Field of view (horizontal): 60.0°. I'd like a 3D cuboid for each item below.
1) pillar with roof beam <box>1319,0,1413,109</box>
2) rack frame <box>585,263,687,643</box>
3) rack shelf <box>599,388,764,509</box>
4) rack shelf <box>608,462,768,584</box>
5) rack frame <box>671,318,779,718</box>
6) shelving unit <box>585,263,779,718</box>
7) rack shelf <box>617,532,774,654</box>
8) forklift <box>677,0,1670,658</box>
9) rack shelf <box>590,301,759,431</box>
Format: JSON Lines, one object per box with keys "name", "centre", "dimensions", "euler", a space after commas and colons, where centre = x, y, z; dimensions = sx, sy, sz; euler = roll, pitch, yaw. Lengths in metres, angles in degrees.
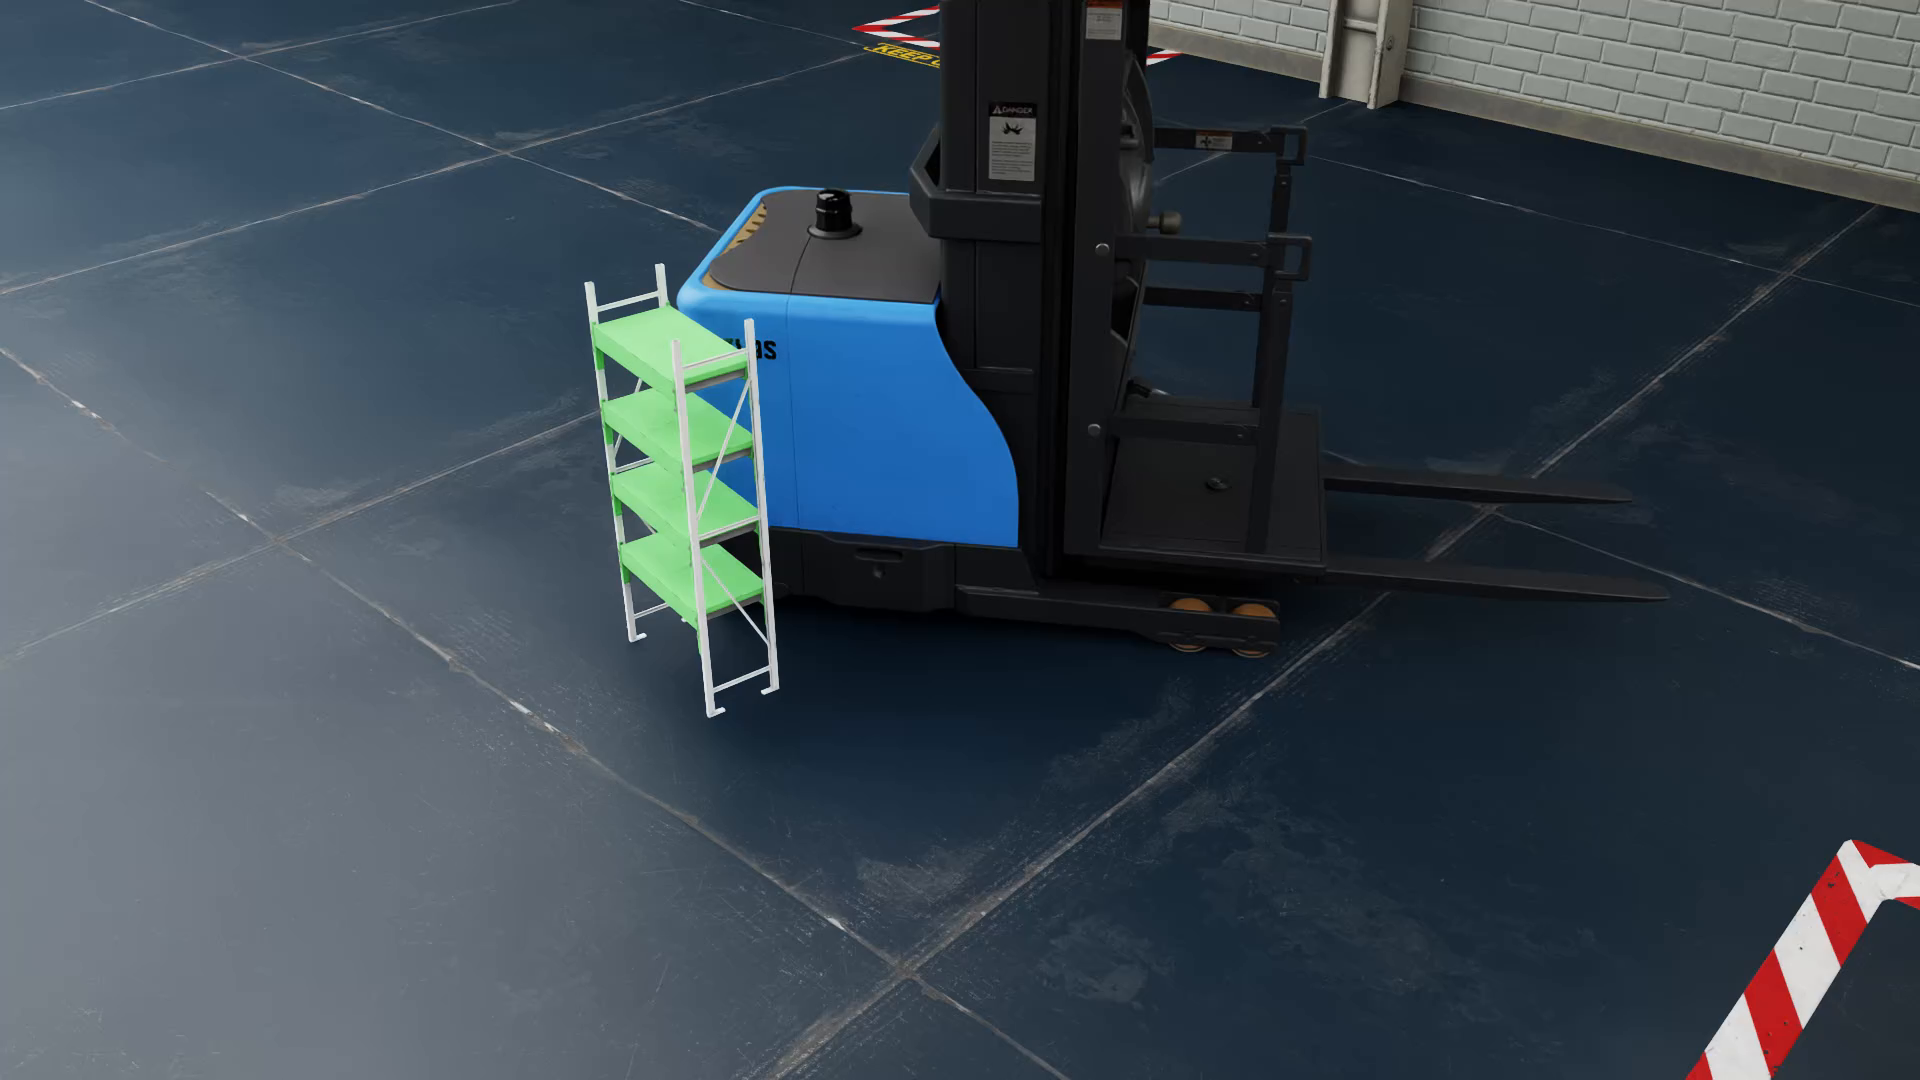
{"name": "pillar with roof beam", "centre": [-0.416, -4.950, 5.247], "dimensions": [0.400, 9.000, 9.100], "euler": [25, 39, 35]}
{"name": "rack frame", "centre": [-0.940, -0.233, 4.973], "dimensions": [0.240, 1.200, 0.015], "euler": [-21, 37, -31]}
{"name": "rack shelf", "centre": [-0.792, -0.283, 4.716], "dimensions": [0.258, 0.148, 0.480], "euler": [-21, 37, -31]}
{"name": "rack shelf", "centre": [-0.792, -0.078, 4.840], "dimensions": [0.258, 0.148, 0.480], "euler": [-21, 37, -31]}
{"name": "rack frame", "centre": [-0.644, -0.032, 4.640], "dimensions": [0.240, 1.200, 0.015], "euler": [-21, 37, -31]}
{"name": "shelving unit", "centre": [-0.792, -0.132, 4.807], "dimensions": [0.258, 1.200, 0.503], "euler": [-21, 37, -31]}
{"name": "rack shelf", "centre": [-0.792, 0.128, 4.963], "dimensions": [0.258, 0.148, 0.480], "euler": [-21, 37, -31]}
{"name": "forklift", "centre": [0.708, -1.186, 4.879], "dimensions": [3.031, 2.935, 1.130], "euler": [5, 31, 8]}
{"name": "rack shelf", "centre": [-0.792, -0.489, 4.592], "dimensions": [0.258, 0.148, 0.480], "euler": [-21, 37, -31]}
